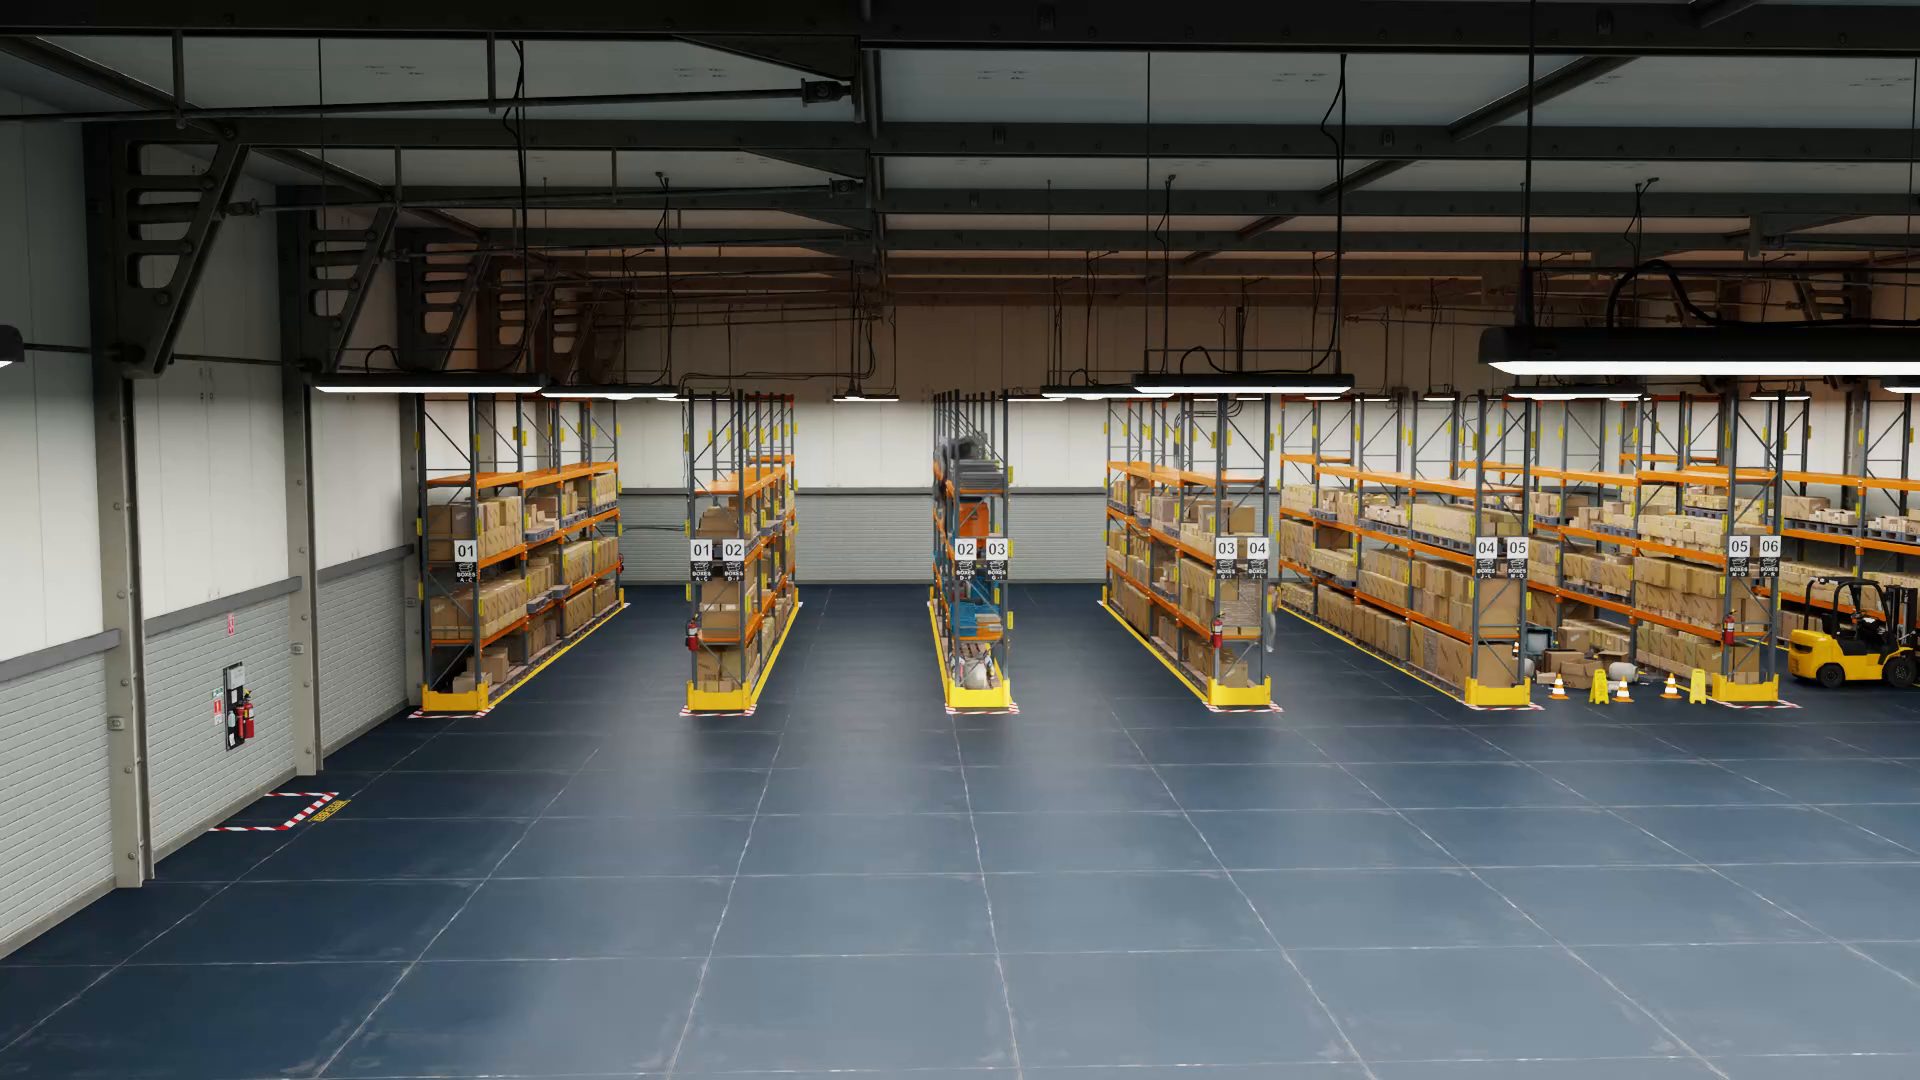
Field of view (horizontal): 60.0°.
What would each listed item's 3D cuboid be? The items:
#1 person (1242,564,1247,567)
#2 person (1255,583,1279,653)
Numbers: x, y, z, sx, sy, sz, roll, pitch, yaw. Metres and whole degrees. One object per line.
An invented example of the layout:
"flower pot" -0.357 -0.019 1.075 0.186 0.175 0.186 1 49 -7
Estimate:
"person" 8.447 0.917 48.428 0.683 1.778 0.665 3 5 29
"person" 7.129 1.778 38.810 0.603 1.624 1.009 -2 5 -19
